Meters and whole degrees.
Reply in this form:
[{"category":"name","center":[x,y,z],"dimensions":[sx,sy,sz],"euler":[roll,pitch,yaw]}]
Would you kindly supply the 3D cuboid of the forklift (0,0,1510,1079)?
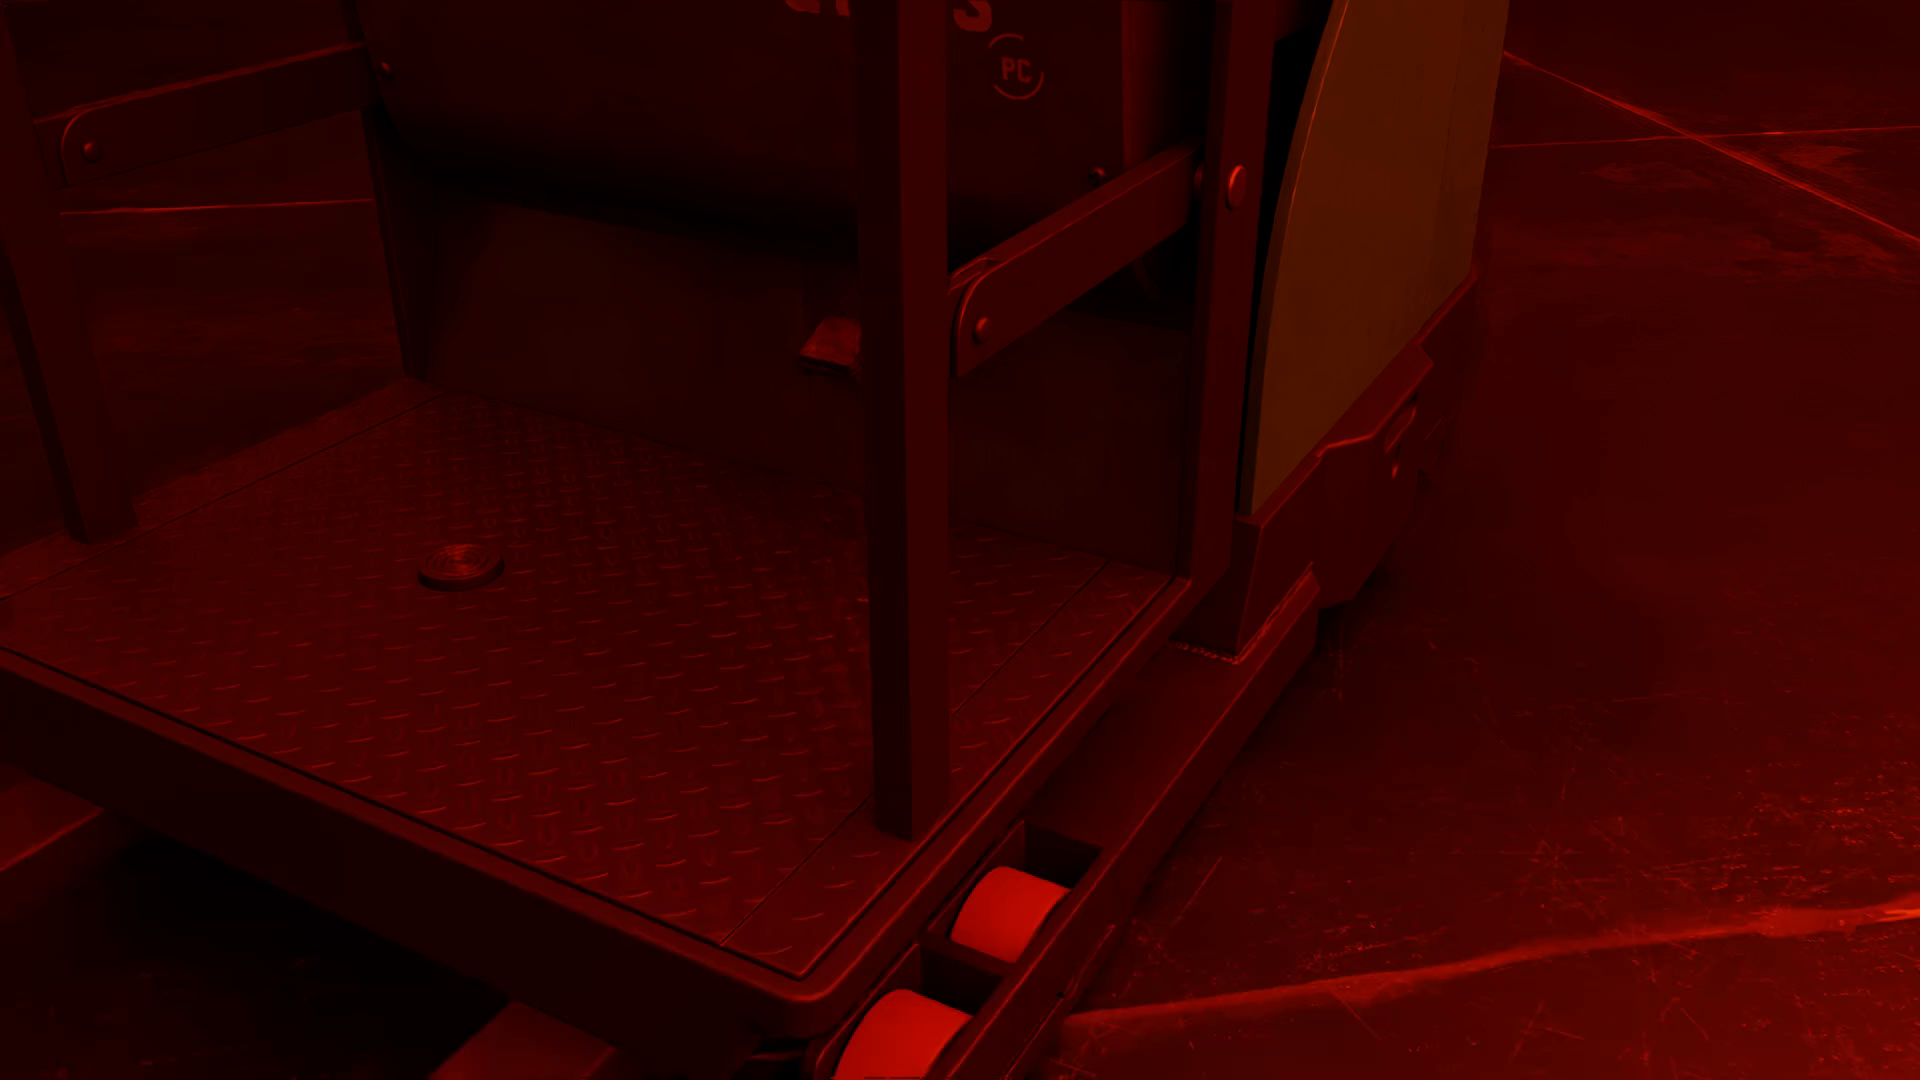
[{"category":"forklift","center":[-0.338,-0.978,1.216],"dimensions":[1.130,2.935,3.031],"euler":[15,31,26]}]
